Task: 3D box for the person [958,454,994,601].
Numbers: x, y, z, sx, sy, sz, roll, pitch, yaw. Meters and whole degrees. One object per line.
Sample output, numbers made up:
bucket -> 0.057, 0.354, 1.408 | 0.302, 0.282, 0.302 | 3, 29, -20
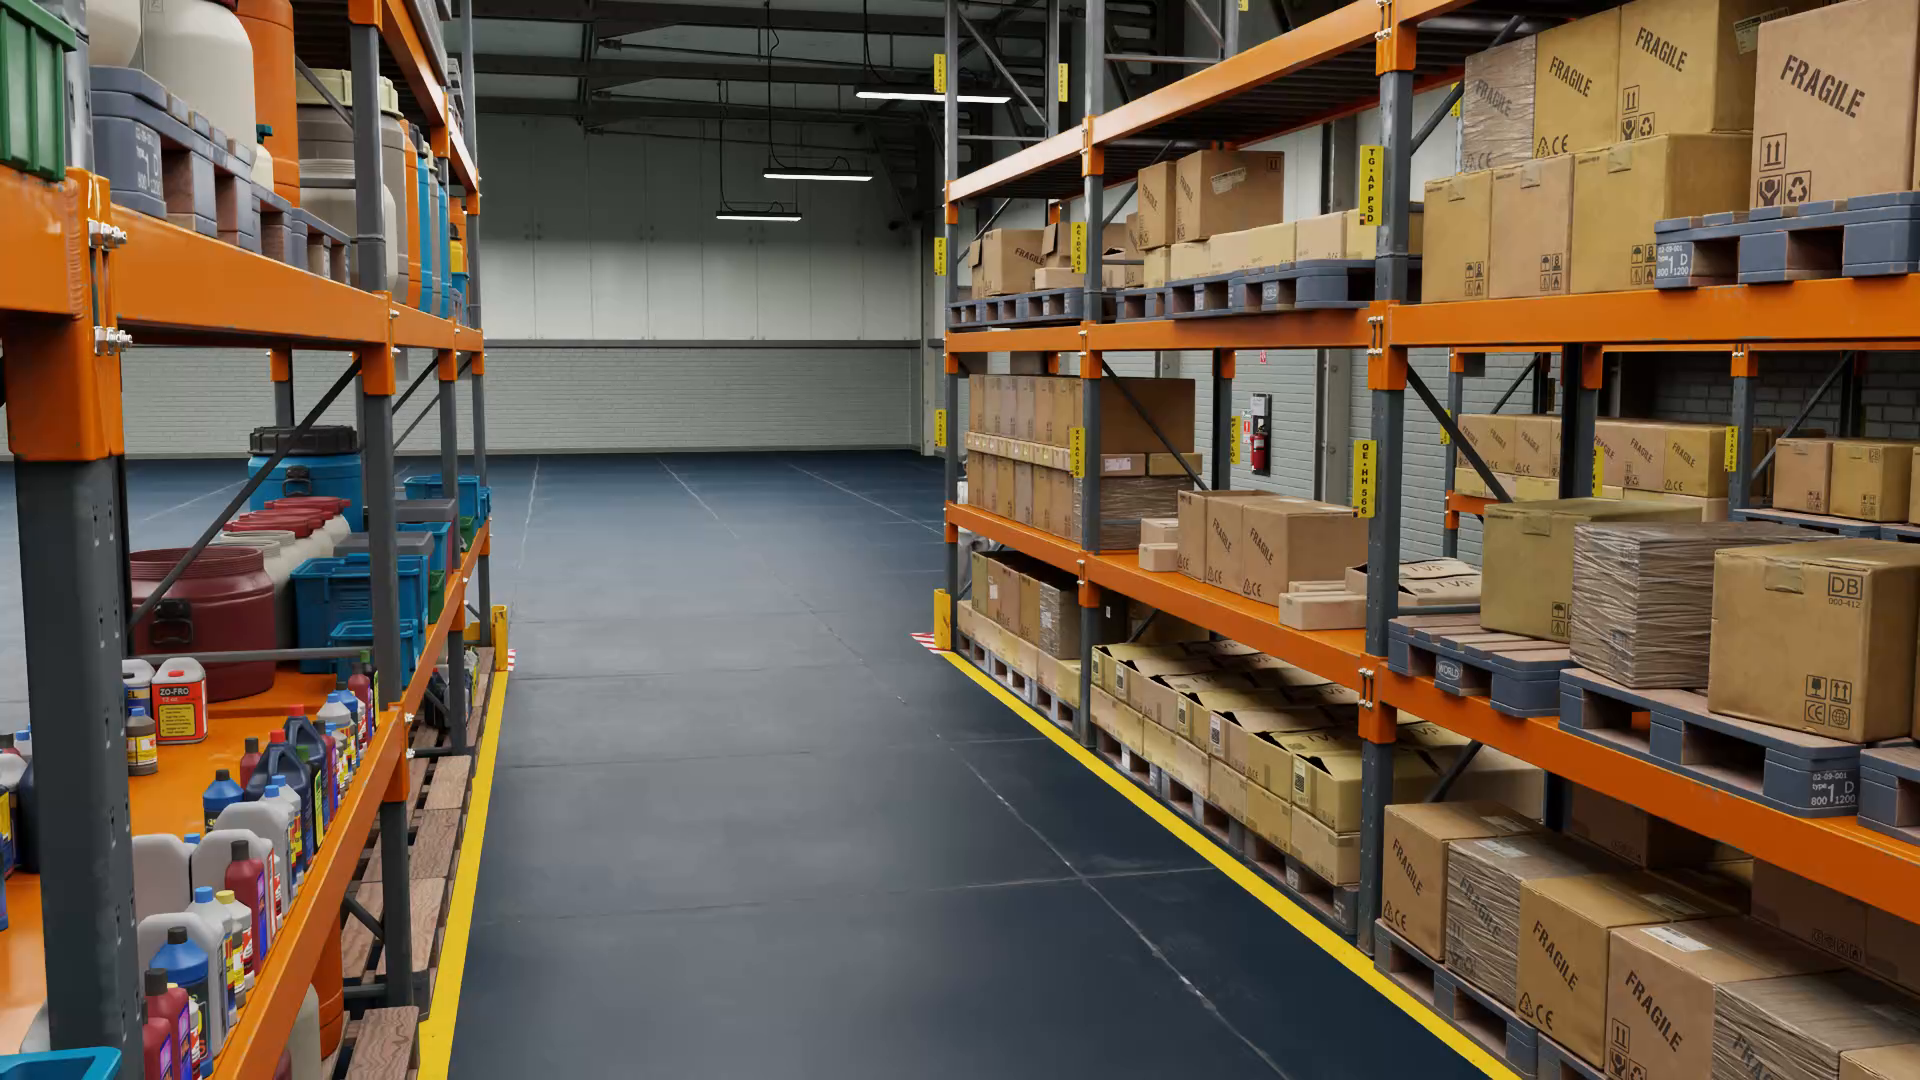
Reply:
person -> 0.128, -0.034, 16.478 | 0.468, 1.671, 0.329 | -1, 6, -12
